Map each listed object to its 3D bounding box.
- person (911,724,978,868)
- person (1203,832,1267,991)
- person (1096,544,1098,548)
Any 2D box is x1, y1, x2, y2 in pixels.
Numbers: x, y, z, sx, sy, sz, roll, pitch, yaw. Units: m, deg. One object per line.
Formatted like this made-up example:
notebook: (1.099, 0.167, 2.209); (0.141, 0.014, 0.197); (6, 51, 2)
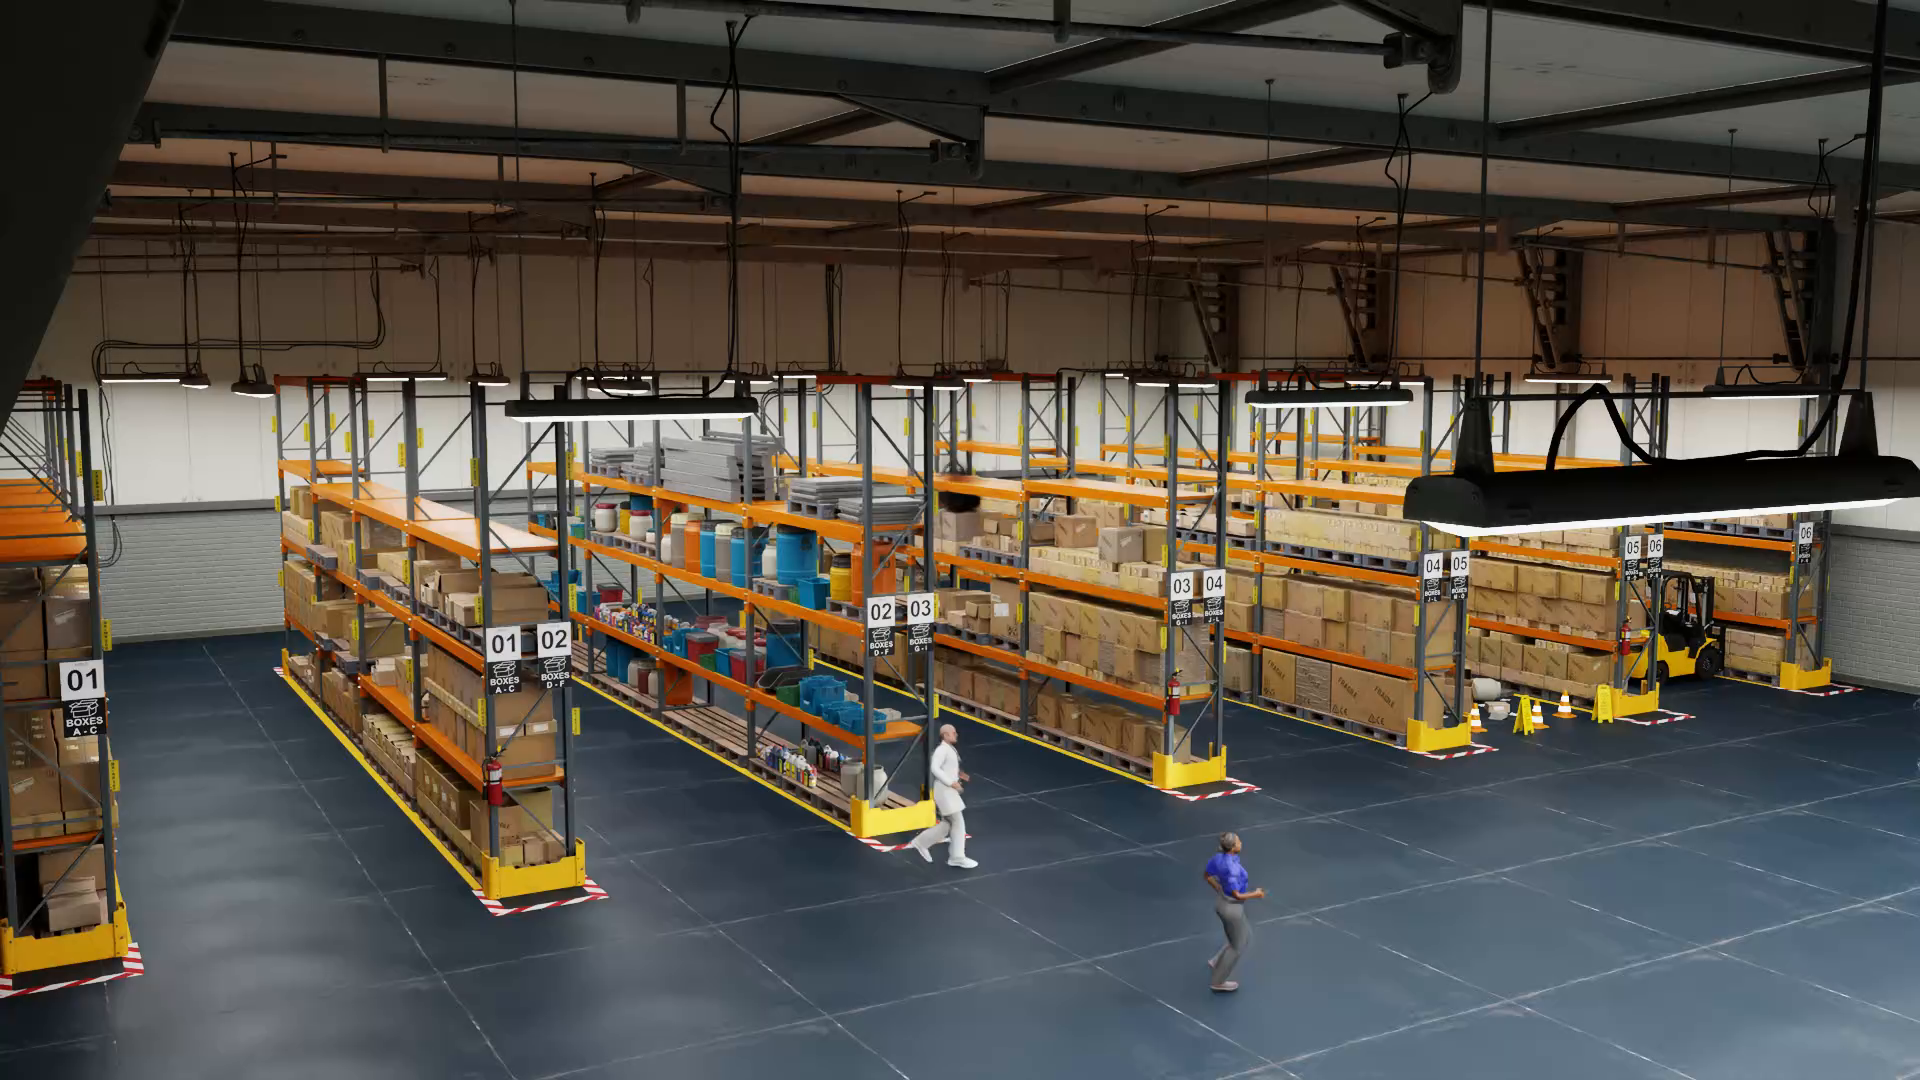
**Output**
person: (-0.192, 3.189, 20.898); (0.848, 1.748, 0.773); (0, 6, 3)
person: (2.775, 3.700, 16.655); (0.551, 1.613, 0.565); (-1, 6, -10)
person: (3.777, 0.582, 44.711); (0.737, 1.758, 0.722); (1, 6, 13)
